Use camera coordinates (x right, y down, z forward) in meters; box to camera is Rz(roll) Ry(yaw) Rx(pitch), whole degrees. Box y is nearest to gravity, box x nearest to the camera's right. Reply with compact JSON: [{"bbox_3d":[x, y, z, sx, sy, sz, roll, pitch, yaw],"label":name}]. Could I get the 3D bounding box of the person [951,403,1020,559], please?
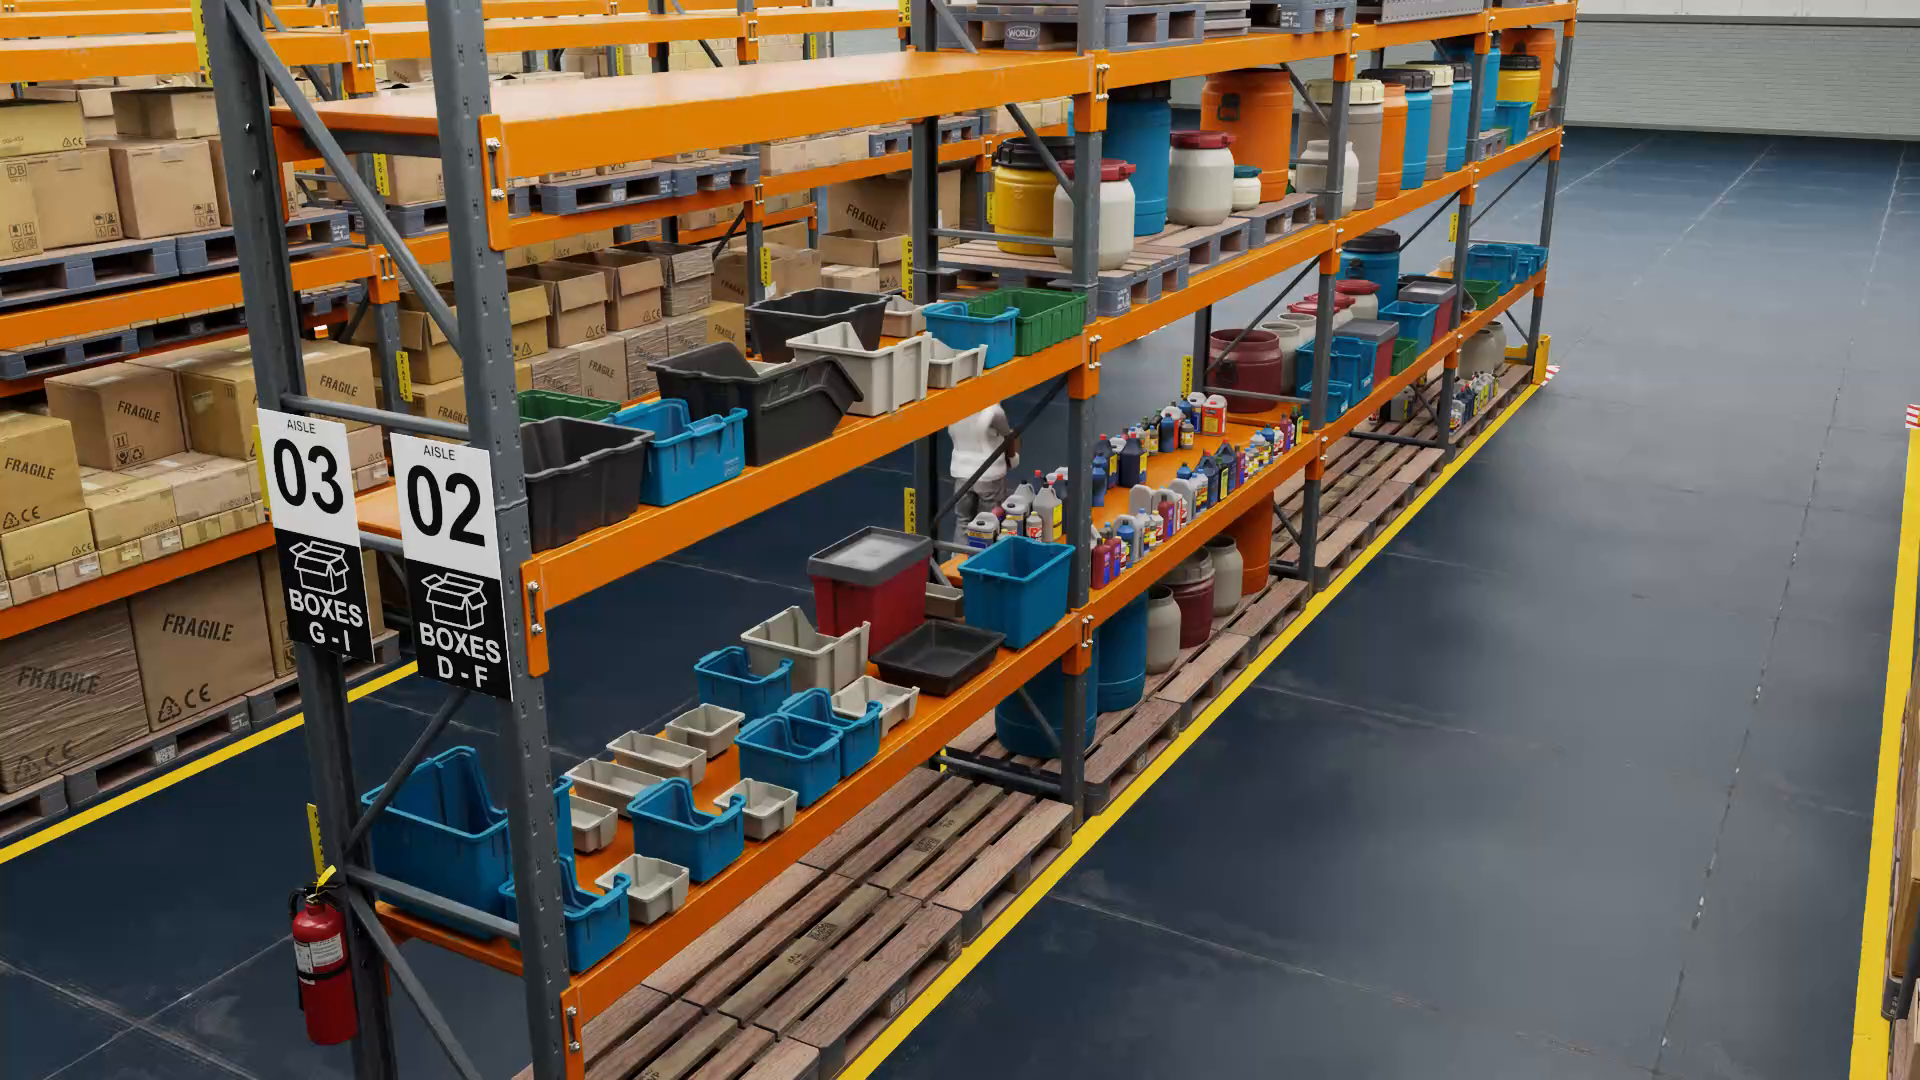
[{"bbox_3d":[0.180,-0.539,12.496,0.488,1.720,0.569,11,22,29],"label":"person"}]
